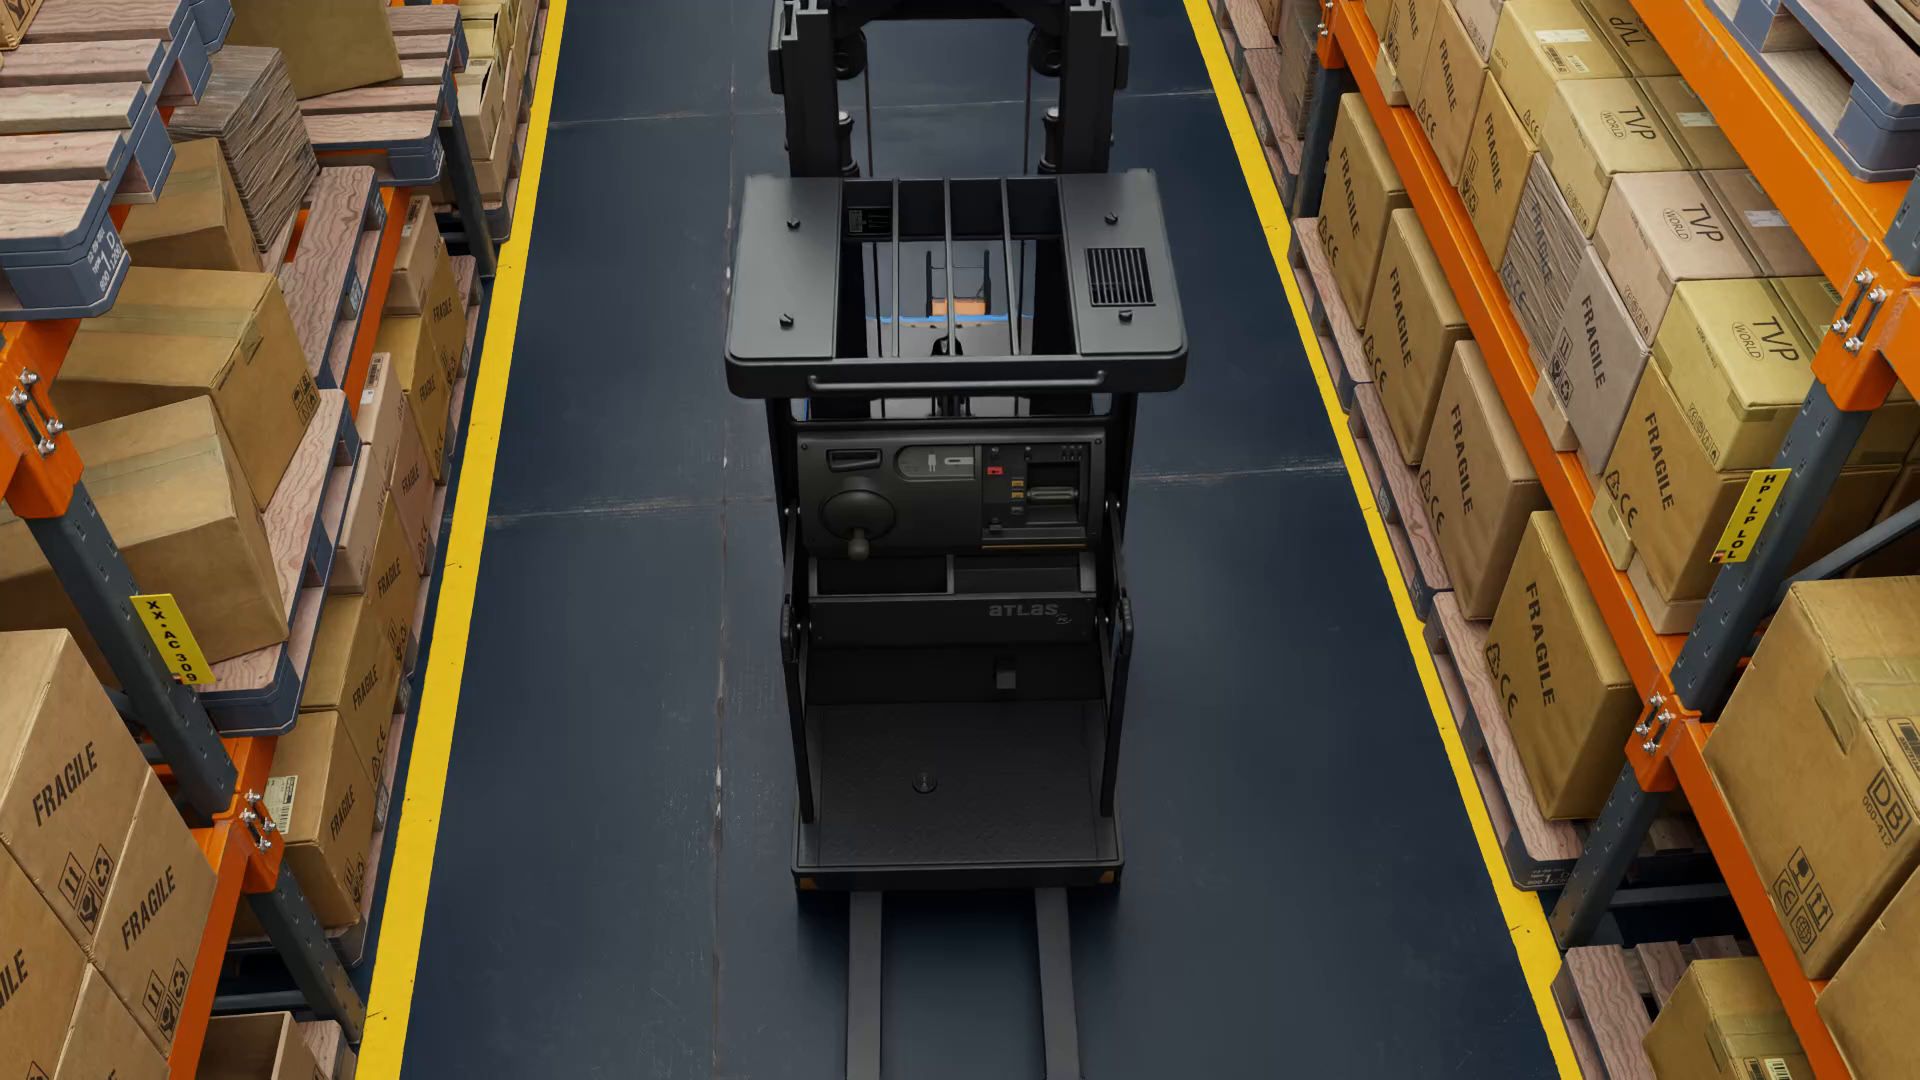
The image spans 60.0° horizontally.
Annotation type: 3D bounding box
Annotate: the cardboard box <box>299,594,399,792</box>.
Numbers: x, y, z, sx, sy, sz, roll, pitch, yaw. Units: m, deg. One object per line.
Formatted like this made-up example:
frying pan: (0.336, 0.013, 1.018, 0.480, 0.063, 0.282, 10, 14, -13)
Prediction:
cardboard box: (-2.285, 0.536, 5.731, 0.500, 0.500, 0.500, -3, 47, -3)

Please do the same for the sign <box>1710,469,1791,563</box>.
sign: (1.965, -0.056, 4.131, 0.100, 0.325, 0.005, -3, 47, -3)

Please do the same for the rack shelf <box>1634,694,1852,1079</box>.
rack shelf: (2.672, 1.969, 3.451, 1.077, 0.370, 4.000, -3, 47, -3)

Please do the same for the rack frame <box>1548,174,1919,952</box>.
rack frame: (2.505, 0.274, 4.561, 1.000, 3.000, 0.127, -3, 47, -3)

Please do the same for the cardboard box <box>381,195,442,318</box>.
cardboard box: (-2.445, -1.163, 6.824, 0.500, 0.250, 0.500, -2, 47, -2)

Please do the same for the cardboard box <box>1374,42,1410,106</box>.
cardboard box: (1.917, -1.908, 6.786, 0.380, 0.149, 0.250, -2, 47, -2)

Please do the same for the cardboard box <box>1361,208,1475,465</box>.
cardboard box: (2.168, -0.851, 6.817, 0.750, 0.750, 0.750, -4, 47, -3)

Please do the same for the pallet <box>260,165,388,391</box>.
pallet: (-2.599, -0.843, 5.751, 1.003, 0.211, 1.213, -3, 47, -3)

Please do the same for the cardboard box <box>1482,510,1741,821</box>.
cardboard box: (2.321, 0.407, 5.627, 0.750, 0.750, 0.750, -3, 47, -3)

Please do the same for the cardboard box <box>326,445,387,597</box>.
cardboard box: (-2.313, -0.060, 5.779, 0.500, 0.250, 0.500, -3, 47, -3)

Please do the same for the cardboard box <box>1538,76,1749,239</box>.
cardboard box: (2.135, -1.189, 5.143, 0.500, 0.250, 0.500, -3, 47, -3)

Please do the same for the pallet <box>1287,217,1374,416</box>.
pallet: (2.161, -1.086, 7.769, 1.003, 0.211, 1.213, -3, 47, -3)

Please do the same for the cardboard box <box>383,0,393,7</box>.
cardboard box: (-2.753, -2.551, 7.298, 0.500, 0.311, 0.500, -1, 47, -1)

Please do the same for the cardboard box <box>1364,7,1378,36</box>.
cardboard box: (1.967, -2.288, 7.147, 0.380, 0.149, 0.250, -4, 47, -4)

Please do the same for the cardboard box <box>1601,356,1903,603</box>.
cardboard box: (2.215, -0.188, 4.711, 0.500, 0.500, 0.500, -4, 47, -4)

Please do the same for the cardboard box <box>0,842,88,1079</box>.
cardboard box: (-2.085, 0.921, 3.191, 0.500, 0.500, 0.500, -4, 47, -4)

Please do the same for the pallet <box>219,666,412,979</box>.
pallet: (-2.537, 0.951, 5.841, 1.003, 0.211, 1.213, -3, 47, -3)

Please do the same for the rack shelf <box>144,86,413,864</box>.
rack shelf: (-2.599, -0.621, 5.905, 1.077, 0.370, 4.000, -3, 47, -3)

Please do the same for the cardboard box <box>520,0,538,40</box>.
cardboard box: (-2.652, -3.022, 9.287, 0.500, 0.250, 0.500, -3, 47, -2)

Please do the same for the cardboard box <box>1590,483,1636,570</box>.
cardboard box: (2.150, -0.055, 5.031, 0.380, 0.149, 0.250, -3, 47, -3)

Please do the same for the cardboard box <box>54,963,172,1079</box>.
cardboard box: (-2.089, 1.263, 3.556, 0.500, 0.500, 0.500, -2, 47, -2)

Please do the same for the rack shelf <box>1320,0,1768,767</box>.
rack shelf: (2.337, -0.925, 6.192, 1.077, 0.370, 4.000, -3, 47, -3)

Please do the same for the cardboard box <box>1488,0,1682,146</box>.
cardboard box: (2.091, -1.558, 5.492, 0.500, 0.250, 0.500, -4, 47, -4)

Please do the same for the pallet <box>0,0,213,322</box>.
pallet: (-2.416, -0.865, 3.703, 1.213, 0.211, 1.003, -3, 47, -3)

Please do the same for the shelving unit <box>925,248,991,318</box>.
shelving unit: (-0.007, -0.621, 6.649, 0.258, 1.200, 0.189, -1, 47, -1)

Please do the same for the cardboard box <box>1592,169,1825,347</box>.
cardboard box: (2.177, -0.820, 4.793, 0.500, 0.250, 0.500, -3, 47, -2)

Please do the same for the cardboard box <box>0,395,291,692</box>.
cardboard box: (-2.248, 0.043, 4.422, 0.700, 0.500, 0.500, -18, 49, -16)

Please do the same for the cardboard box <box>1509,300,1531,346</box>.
cardboard box: (2.132, -0.795, 5.733, 0.380, 0.149, 0.250, -5, 47, -4)

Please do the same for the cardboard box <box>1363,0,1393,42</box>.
cardboard box: (1.955, -2.396, 6.802, 0.500, 0.500, 0.500, -2, 47, -2)

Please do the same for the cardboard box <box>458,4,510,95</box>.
cardboard box: (-2.570, -2.484, 8.391, 0.500, 0.311, 0.500, -5, 47, -4)

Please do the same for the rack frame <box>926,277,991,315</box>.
rack frame: (-0.005, -0.555, 6.586, 0.240, 1.200, 0.006, -1, 47, -1)

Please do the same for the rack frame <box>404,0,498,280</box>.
rack frame: (-2.766, -2.316, 7.014, 1.000, 3.000, 0.127, -3, 47, -3)

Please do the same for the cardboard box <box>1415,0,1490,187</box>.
cardboard box: (2.030, -1.658, 6.103, 0.500, 0.500, 0.500, -4, 47, -3)

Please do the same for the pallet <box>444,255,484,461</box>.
pallet: (-2.741, -0.814, 7.512, 1.003, 0.211, 1.213, -3, 47, -3)

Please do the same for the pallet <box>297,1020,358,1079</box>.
pallet: (-2.375, 2.034, 4.815, 1.003, 0.211, 1.213, -3, 47, -3)

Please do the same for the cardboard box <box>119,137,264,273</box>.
cardboard box: (-2.641, -0.875, 5.291, 0.700, 0.500, 0.500, -14, 48, -13)

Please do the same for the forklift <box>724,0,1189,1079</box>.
forklift: (-0.017, -0.044, 4.909, 1.130, 2.935, 3.031, -1, 47, -1)

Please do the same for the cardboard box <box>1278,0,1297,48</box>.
cardboard box: (2.130, -2.809, 8.899, 0.700, 0.500, 0.500, -4, 47, -3)

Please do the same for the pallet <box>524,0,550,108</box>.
pallet: (-2.895, -2.836, 9.427, 1.003, 0.211, 1.213, -3, 47, -3)

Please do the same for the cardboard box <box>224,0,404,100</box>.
cardboard box: (-2.601, -2.046, 6.400, 0.700, 0.500, 0.500, -18, 49, -16)

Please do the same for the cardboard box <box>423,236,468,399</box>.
cardboard box: (-2.454, -0.945, 7.134, 0.500, 0.500, 0.500, -2, 47, -2)

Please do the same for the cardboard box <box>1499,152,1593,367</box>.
cardboard box: (2.129, -0.920, 5.405, 0.500, 0.500, 0.500, -3, 47, -3)

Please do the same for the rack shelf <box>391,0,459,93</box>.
rack shelf: (-2.934, -3.515, 8.645, 1.077, 0.370, 4.000, -3, 47, -3)

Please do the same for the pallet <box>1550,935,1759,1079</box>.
pallet: (2.490, 1.788, 5.048, 1.003, 0.211, 1.213, -3, 47, -3)

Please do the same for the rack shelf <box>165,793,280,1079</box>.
rack shelf: (-2.264, 2.273, 3.164, 1.077, 0.370, 4.000, -3, 47, -3)

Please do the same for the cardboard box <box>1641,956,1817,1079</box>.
cardboard box: (2.465, 1.537, 4.797, 0.700, 0.500, 0.500, -3, 47, -3)

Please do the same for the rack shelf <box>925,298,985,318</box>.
rack shelf: (-0.007, -0.838, 6.419, 0.258, 0.103, 0.180, -1, 47, -1)

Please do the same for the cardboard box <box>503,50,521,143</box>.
cardboard box: (-2.560, -2.275, 8.580, 0.500, 0.250, 0.500, -5, 47, -4)

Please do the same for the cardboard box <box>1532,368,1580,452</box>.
cardboard box: (2.092, -0.432, 5.389, 0.380, 0.149, 0.250, -3, 47, -3)

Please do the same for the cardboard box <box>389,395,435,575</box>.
cardboard box: (-2.361, -0.191, 6.420, 0.500, 0.500, 0.500, -5, 47, -5)

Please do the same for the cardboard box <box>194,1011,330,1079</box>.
cardboard box: (-2.101, 1.681, 4.647, 0.500, 0.500, 0.500, -3, 47, -3)

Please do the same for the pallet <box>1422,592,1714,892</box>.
pallet: (2.365, 0.680, 6.097, 1.003, 0.211, 1.213, -3, 47, -3)

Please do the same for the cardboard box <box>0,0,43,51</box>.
cardboard box: (-2.479, -1.517, 3.765, 0.600, 0.600, 0.600, -4, 47, -4)

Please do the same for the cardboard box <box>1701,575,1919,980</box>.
cardboard box: (2.534, 0.565, 4.079, 0.980, 0.700, 0.700, -3, 47, -3)
